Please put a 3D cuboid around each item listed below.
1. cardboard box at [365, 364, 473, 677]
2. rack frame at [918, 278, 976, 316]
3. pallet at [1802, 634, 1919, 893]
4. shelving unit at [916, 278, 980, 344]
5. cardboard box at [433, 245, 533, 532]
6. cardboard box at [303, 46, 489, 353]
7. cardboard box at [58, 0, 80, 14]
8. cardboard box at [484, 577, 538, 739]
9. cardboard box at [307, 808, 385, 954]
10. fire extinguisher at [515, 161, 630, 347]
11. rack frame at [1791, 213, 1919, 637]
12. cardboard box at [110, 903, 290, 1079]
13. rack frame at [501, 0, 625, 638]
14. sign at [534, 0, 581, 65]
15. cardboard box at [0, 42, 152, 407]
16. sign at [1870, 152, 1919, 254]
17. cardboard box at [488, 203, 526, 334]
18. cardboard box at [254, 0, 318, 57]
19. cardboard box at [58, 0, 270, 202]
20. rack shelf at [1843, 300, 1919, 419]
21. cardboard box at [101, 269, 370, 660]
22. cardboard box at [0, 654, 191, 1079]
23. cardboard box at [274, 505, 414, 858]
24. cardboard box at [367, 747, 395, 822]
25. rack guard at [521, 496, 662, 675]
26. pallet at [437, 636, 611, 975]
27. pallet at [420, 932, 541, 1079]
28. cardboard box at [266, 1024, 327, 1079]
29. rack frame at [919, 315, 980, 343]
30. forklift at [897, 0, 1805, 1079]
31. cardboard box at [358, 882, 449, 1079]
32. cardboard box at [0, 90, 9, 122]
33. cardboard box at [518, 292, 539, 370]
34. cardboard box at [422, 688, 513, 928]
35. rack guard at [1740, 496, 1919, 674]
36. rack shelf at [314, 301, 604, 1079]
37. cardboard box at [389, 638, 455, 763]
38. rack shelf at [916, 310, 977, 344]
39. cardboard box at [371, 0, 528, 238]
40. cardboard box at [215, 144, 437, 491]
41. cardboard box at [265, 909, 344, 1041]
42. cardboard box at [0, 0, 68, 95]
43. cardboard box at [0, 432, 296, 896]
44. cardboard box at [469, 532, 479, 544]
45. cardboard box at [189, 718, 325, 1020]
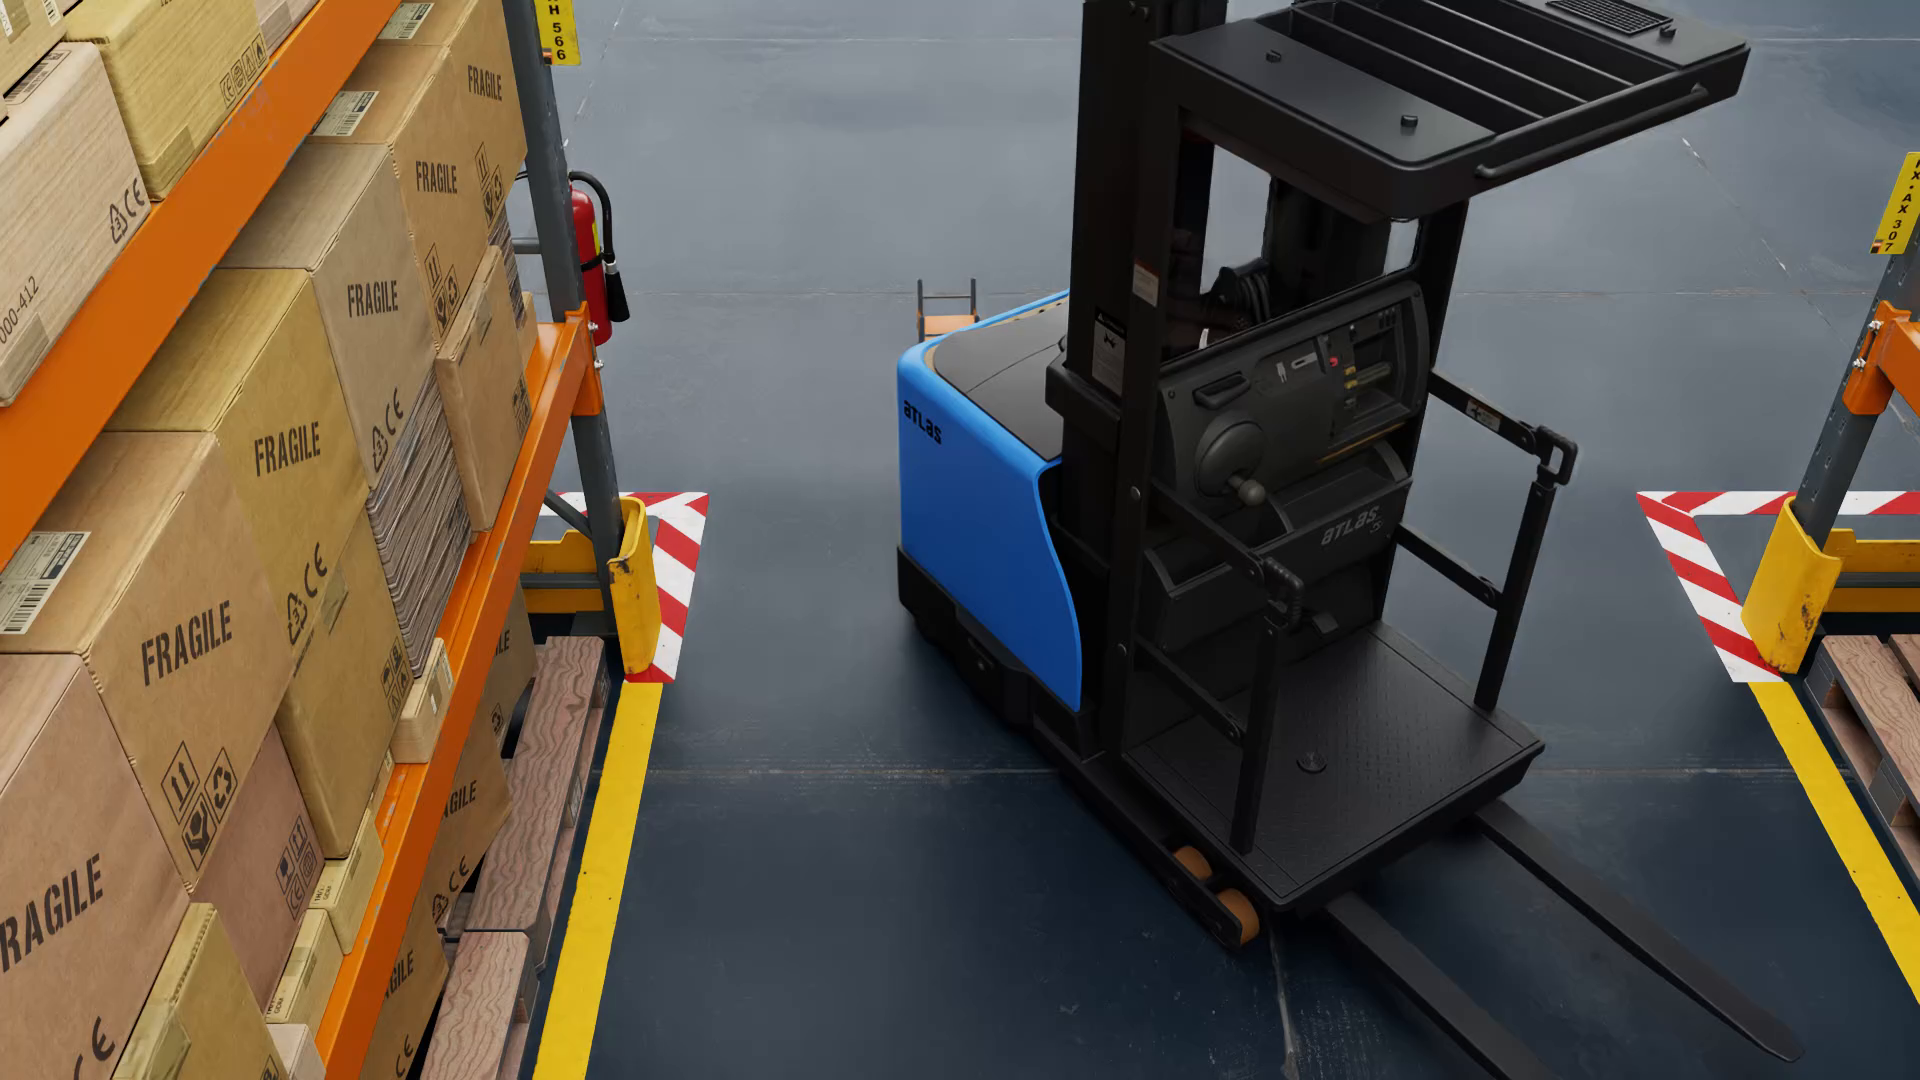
[{"bbox_3d":[-1.592,-0.052,3.599,0.875,0.500,0.500,0,39,0],"label":"cardboard box"},{"bbox_3d":[-0.045,-0.482,6.012,0.200,1.050,0.008,-2,39,-2],"label":"rack frame"},{"bbox_3d":[3.353,0.773,5.116,1.003,0.211,1.213,0,39,0],"label":"pallet"},{"bbox_3d":[-0.040,-0.406,5.917,0.215,1.050,0.252,-2,39,-2],"label":"shelving unit"},{"bbox_3d":[-1.549,-0.365,3.989,0.875,0.500,0.500,0,39,0],"label":"cardboard box"},{"bbox_3d":[-1.389,-0.755,3.677,0.500,0.500,0.500,0,39,0],"label":"cardboard box"},{"bbox_3d":[-1.404,-0.813,2.268,0.380,0.149,0.250,1,39,1],"label":"cardboard box"},{"bbox_3d":[-1.659,0.335,5.096,0.500,0.500,0.500,7,39,8],"label":"cardboard box"},{"bbox_3d":[-1.353,0.660,3.229,0.380,0.149,0.250,0,39,0],"label":"cardboard box"},{"bbox_3d":[-1.182,-0.908,5.047,0.296,0.674,0.183,0,39,0],"label":"fire extinguisher"},{"bbox_3d":[3.310,-0.870,4.937,1.000,3.000,0.127,0,39,0],"label":"rack frame"},{"bbox_3d":[-1.542,0.886,2.429,0.875,0.500,0.500,0,39,0],"label":"cardboard box"},{"bbox_3d":[-1.643,-0.867,4.933,1.000,3.000,0.127,0,39,0],"label":"rack frame"},{"bbox_3d":[-1.088,-1.430,4.457,0.100,0.325,0.005,0,39,0],"label":"sign"},{"bbox_3d":[-1.378,-0.400,2.072,0.500,0.250,0.500,-1,39,-2],"label":"cardboard box"},{"bbox_3d":[2.760,-0.981,4.854,0.100,0.325,0.005,0,39,0],"label":"sign"},{"bbox_3d":[-1.670,-0.678,4.379,0.875,0.500,0.500,0,39,0],"label":"cardboard box"},{"bbox_3d":[-1.393,-1.045,2.876,0.500,0.250,0.500,1,39,1],"label":"cardboard box"},{"bbox_3d":[-1.387,-0.730,2.484,0.500,0.250,0.500,-1,39,-1],"label":"cardboard box"},{"bbox_3d":[3.312,0.661,3.602,1.077,0.370,4.000,0,39,0],"label":"rack shelf"},{"bbox_3d":[-1.399,-0.130,2.896,0.500,0.500,0.500,0,39,0],"label":"cardboard box"},{"bbox_3d":[-1.387,0.495,2.116,0.500,0.500,0.500,0,39,0],"label":"cardboard box"},{"bbox_3d":[-1.603,0.260,3.209,0.875,0.500,0.500,0,39,0],"label":"cardboard box"},{"bbox_3d":[-1.399,0.504,3.424,0.380,0.149,0.250,0,39,0],"label":"cardboard box"},{"bbox_3d":[-1.643,0.156,5.655,1.175,0.500,0.348,0,39,0],"label":"rack guard"},{"bbox_3d":[-1.677,0.777,5.112,1.003,0.211,1.213,0,39,0],"label":"pallet"},{"bbox_3d":[-1.679,1.538,4.162,1.003,0.211,1.213,0,39,0],"label":"pallet"},{"bbox_3d":[-1.322,0.973,2.838,0.380,0.149,0.250,0,39,0],"label":"cardboard box"},{"bbox_3d":[-0.034,-0.330,5.822,0.200,1.050,0.008,-2,39,-2],"label":"rack frame"},{"bbox_3d":[1.032,-0.320,4.305,1.130,2.935,3.031,-23,44,-26],"label":"forklift"},{"bbox_3d":[-1.642,1.101,4.141,0.500,0.500,0.500,3,39,4],"label":"cardboard box"},{"bbox_3d":[-1.335,-0.492,1.868,0.380,0.149,0.250,-1,39,-1],"label":"cardboard box"},{"bbox_3d":[-1.436,-0.591,4.789,0.380,0.149,0.250,0,39,0],"label":"cardboard box"},{"bbox_3d":[-1.624,0.709,4.629,0.500,0.500,0.500,10,40,12],"label":"cardboard box"},{"bbox_3d":[3.357,0.153,5.660,1.175,0.500,0.348,0,39,0],"label":"rack guard"},{"bbox_3d":[-1.641,0.665,3.597,1.077,0.370,4.000,0,39,0],"label":"rack shelf"},{"bbox_3d":[-1.329,0.347,3.619,0.380,0.149,0.250,0,39,0],"label":"cardboard box"},{"bbox_3d":[-0.040,-0.619,5.746,0.215,0.259,0.240,-2,39,-2],"label":"rack shelf"},{"bbox_3d":[-1.395,-1.068,4.067,0.500,0.500,0.500,0,39,0],"label":"cardboard box"},{"bbox_3d":[-1.391,-0.443,3.287,0.500,0.500,0.500,0,39,0],"label":"cardboard box"},{"bbox_3d":[-1.364,0.816,3.033,0.380,0.149,0.250,0,39,0],"label":"cardboard box"},{"bbox_3d":[-1.370,-0.652,2.067,0.380,0.149,0.250,-1,39,-1],"label":"cardboard box"},{"bbox_3d":[-1.387,0.183,2.506,0.500,0.500,0.500,0,39,0],"label":"cardboard box"},{"bbox_3d":[-1.400,-0.122,4.204,0.380,0.149,0.250,0,39,0],"label":"cardboard box"},{"bbox_3d":[-1.644,0.573,2.819,0.875,0.500,0.500,0,39,0],"label":"cardboard box"}]
